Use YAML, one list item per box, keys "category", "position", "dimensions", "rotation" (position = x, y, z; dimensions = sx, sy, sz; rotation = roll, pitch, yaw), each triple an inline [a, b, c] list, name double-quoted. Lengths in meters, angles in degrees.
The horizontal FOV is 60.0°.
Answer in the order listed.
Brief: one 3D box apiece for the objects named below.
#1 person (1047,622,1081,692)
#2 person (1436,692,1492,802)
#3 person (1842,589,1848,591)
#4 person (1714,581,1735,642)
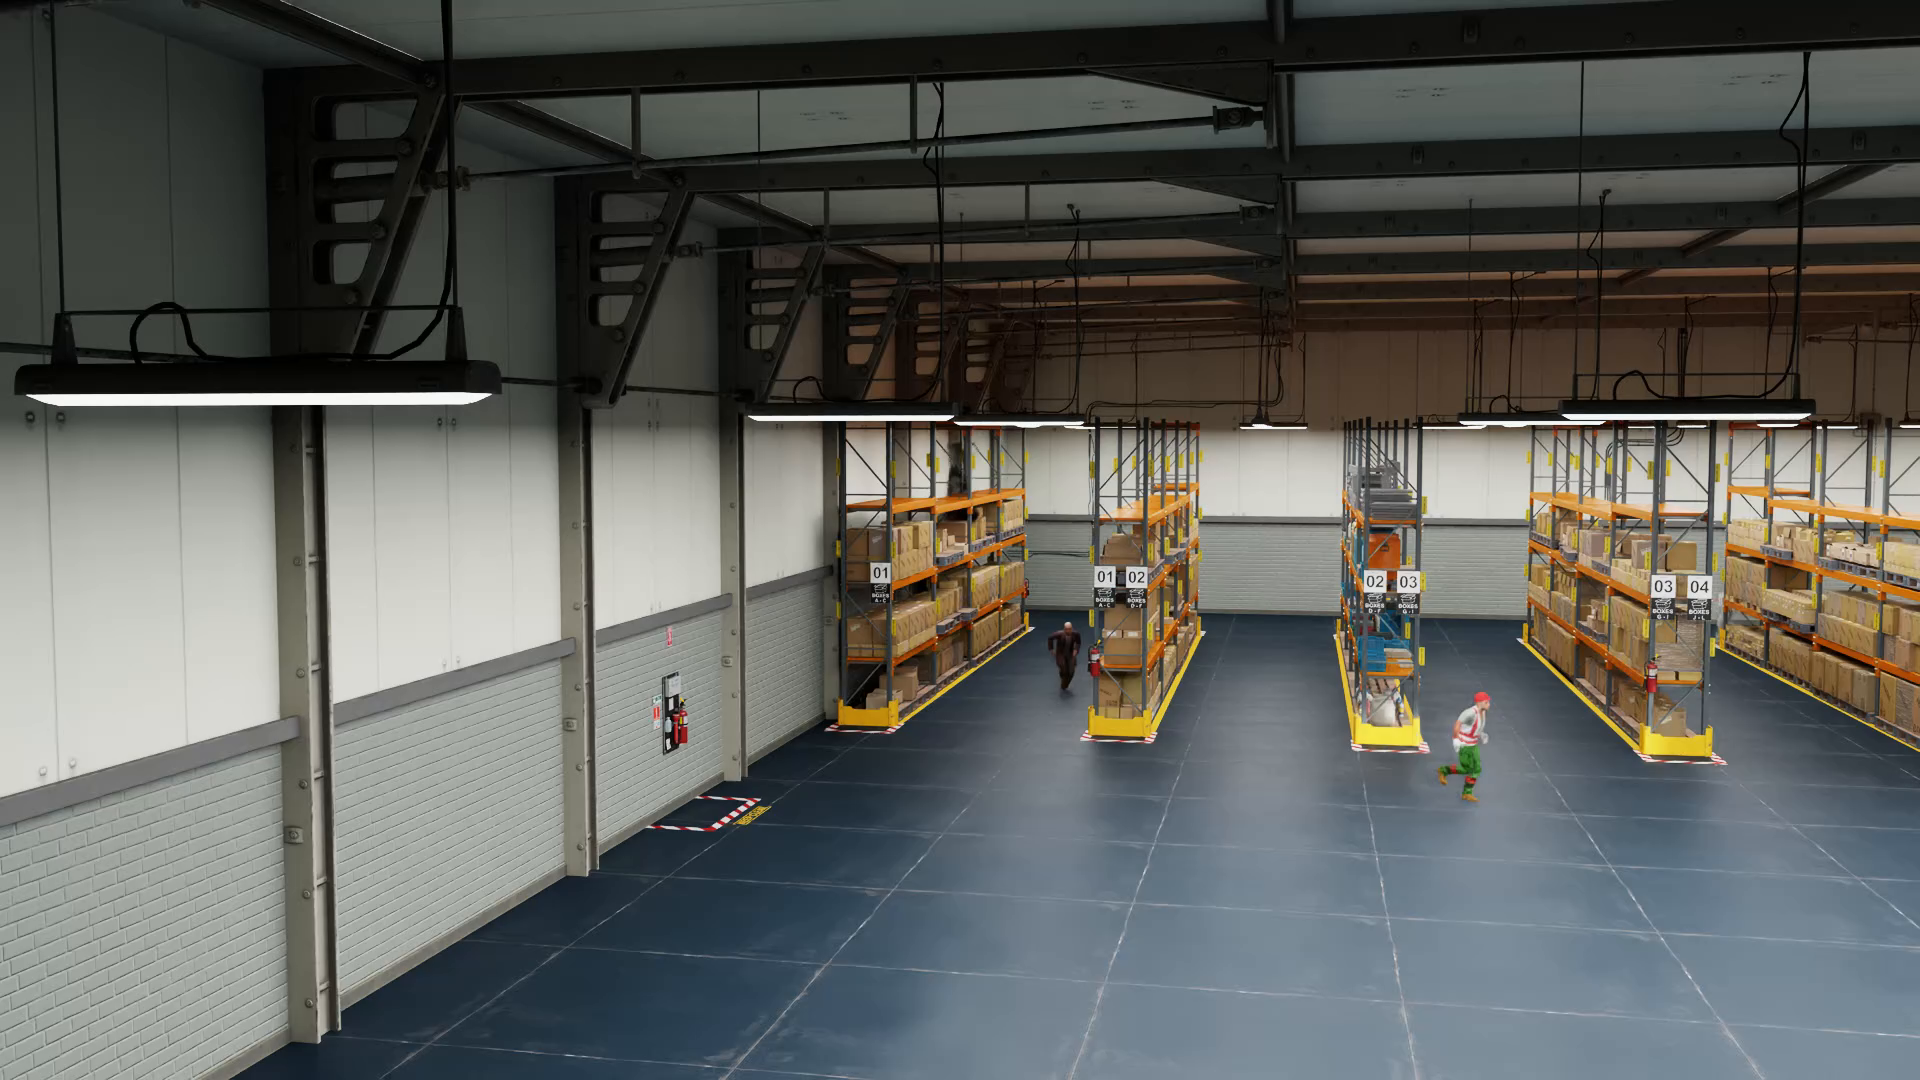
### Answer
- category: "person"
  position: [2.283, 2.569, 36.522]
  dimensions: [0.735, 1.591, 0.888]
  rotation: [0, 4, -6]
- category: "person"
  position: [7.877, 3.202, 25.955]
  dimensions: [0.867, 1.719, 0.656]
  rotation: [3, 5, 38]
- category: "person"
  position: [22.402, 2.137, 41.853]
  dimensions: [0.712, 1.778, 1.189]
  rotation: [0, 4, -1]
- category: "person"
  position: [20.791, 1.914, 45.060]
  dimensions: [0.887, 1.796, 0.688]
  rotation: [1, 4, 14]
